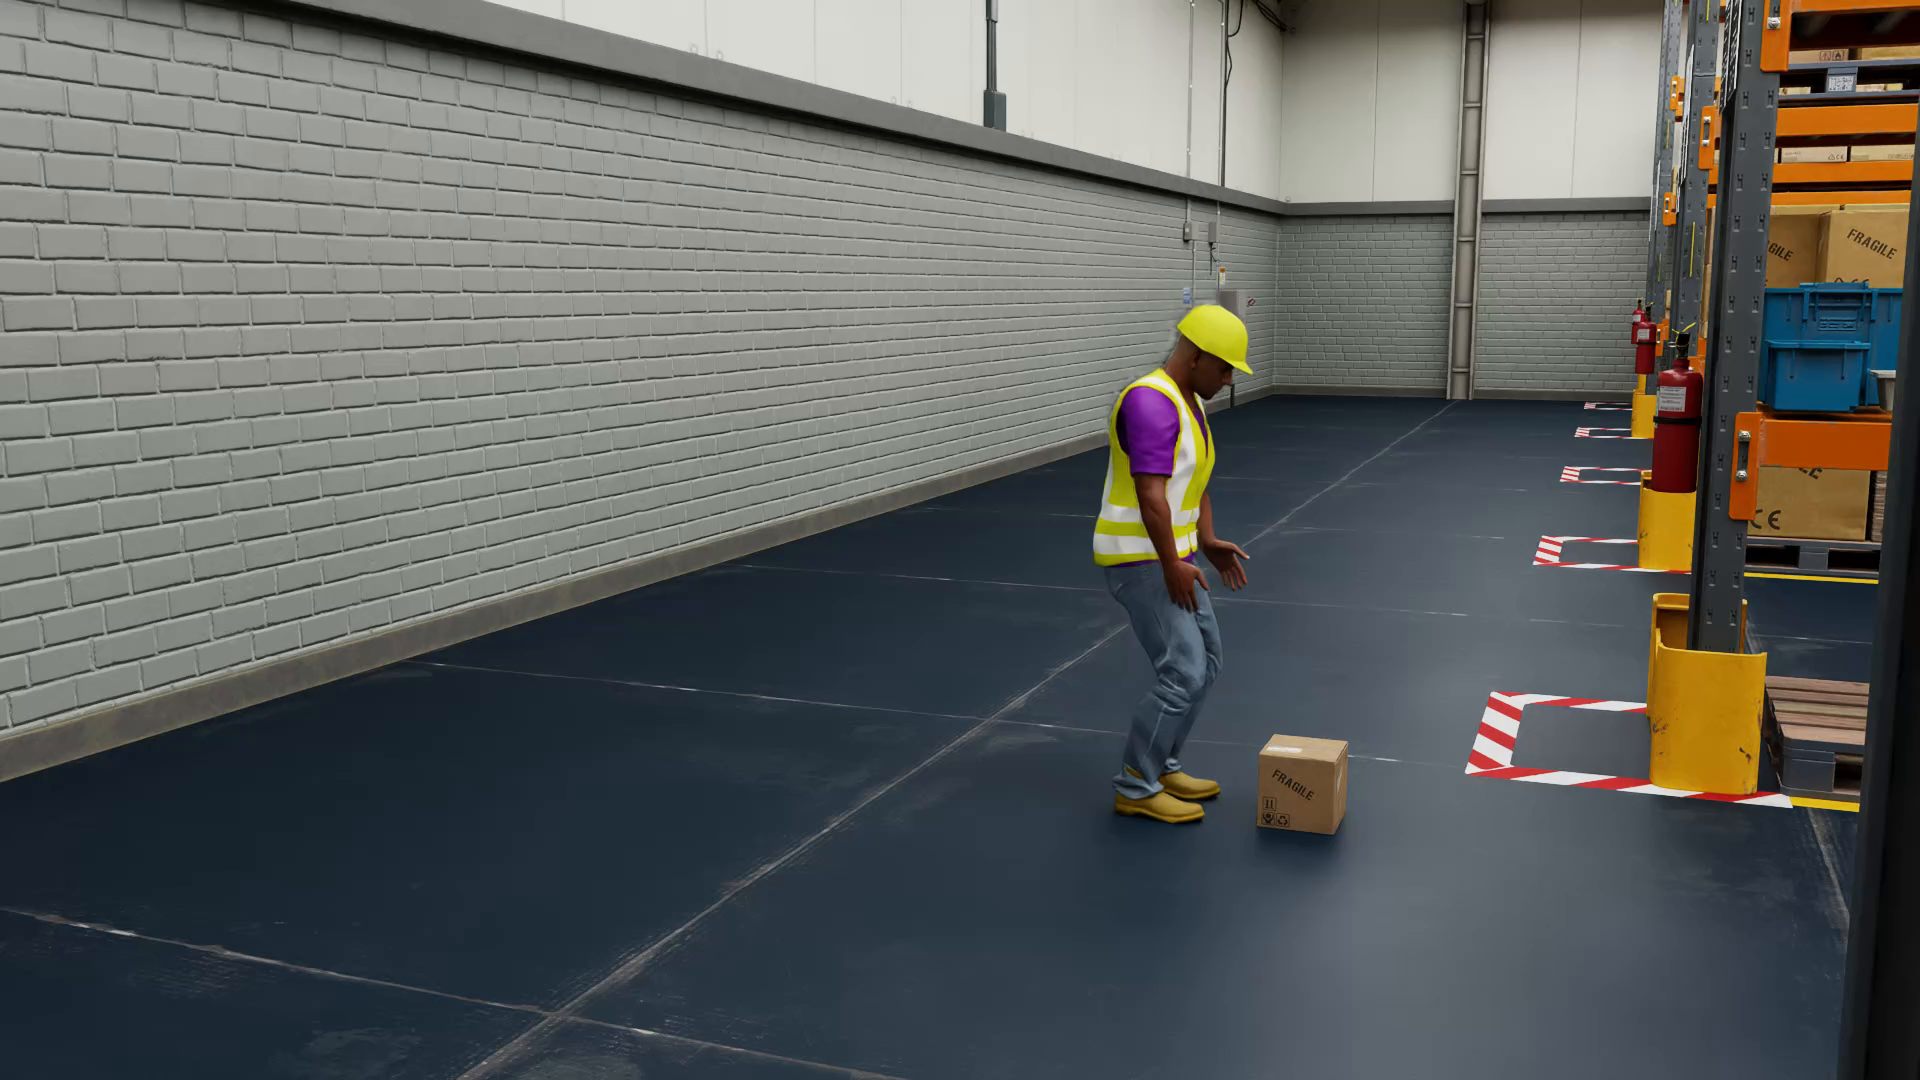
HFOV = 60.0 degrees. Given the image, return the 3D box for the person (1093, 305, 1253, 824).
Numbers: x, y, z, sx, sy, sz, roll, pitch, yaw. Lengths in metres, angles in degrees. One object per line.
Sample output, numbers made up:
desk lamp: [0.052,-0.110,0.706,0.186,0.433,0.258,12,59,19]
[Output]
person: [0.720,0.065,5.587,0.491,1.696,0.599,4,9,23]
